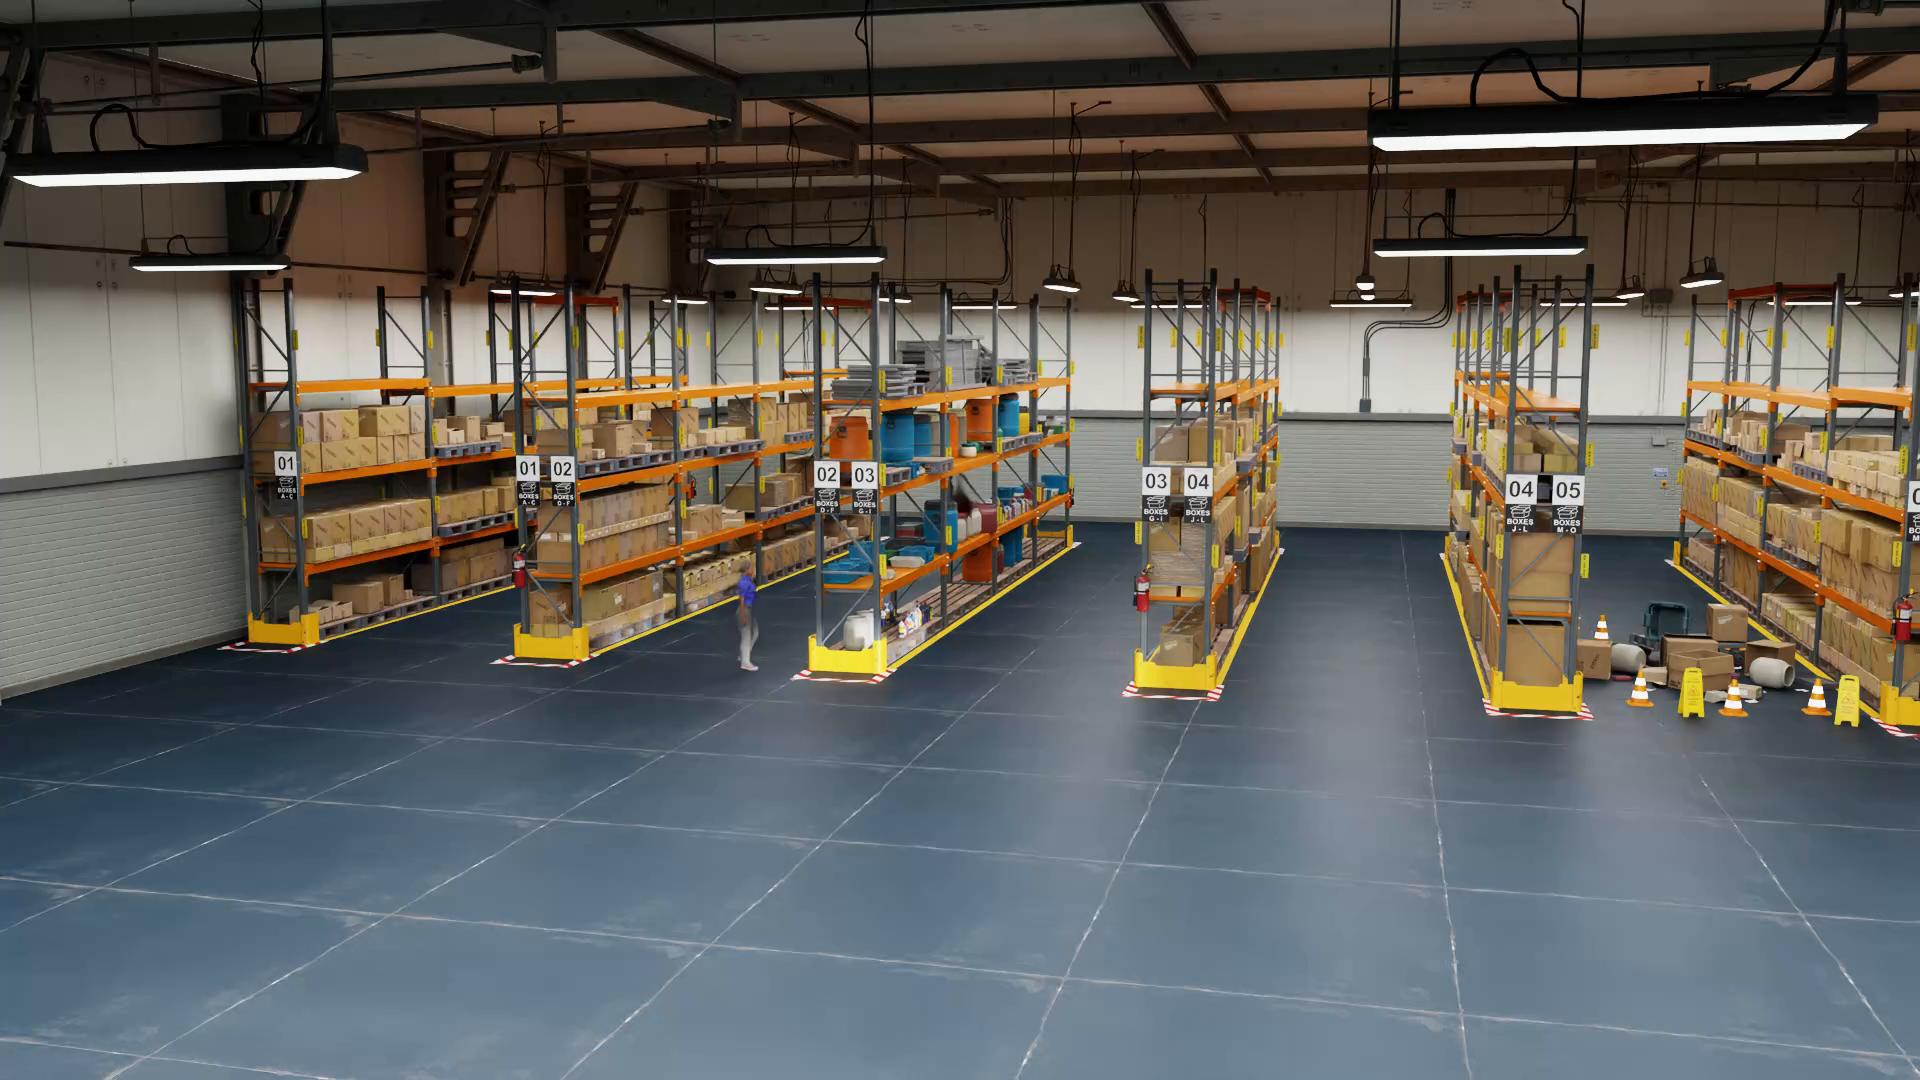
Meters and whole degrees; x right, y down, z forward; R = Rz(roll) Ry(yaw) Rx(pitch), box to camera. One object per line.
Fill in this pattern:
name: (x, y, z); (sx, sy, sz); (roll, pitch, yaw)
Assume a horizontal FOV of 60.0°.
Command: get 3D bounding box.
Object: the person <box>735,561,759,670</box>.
person: (-3.266, 1.161, 25.448); (0.371, 1.690, 0.538); (0, 7, 1)
